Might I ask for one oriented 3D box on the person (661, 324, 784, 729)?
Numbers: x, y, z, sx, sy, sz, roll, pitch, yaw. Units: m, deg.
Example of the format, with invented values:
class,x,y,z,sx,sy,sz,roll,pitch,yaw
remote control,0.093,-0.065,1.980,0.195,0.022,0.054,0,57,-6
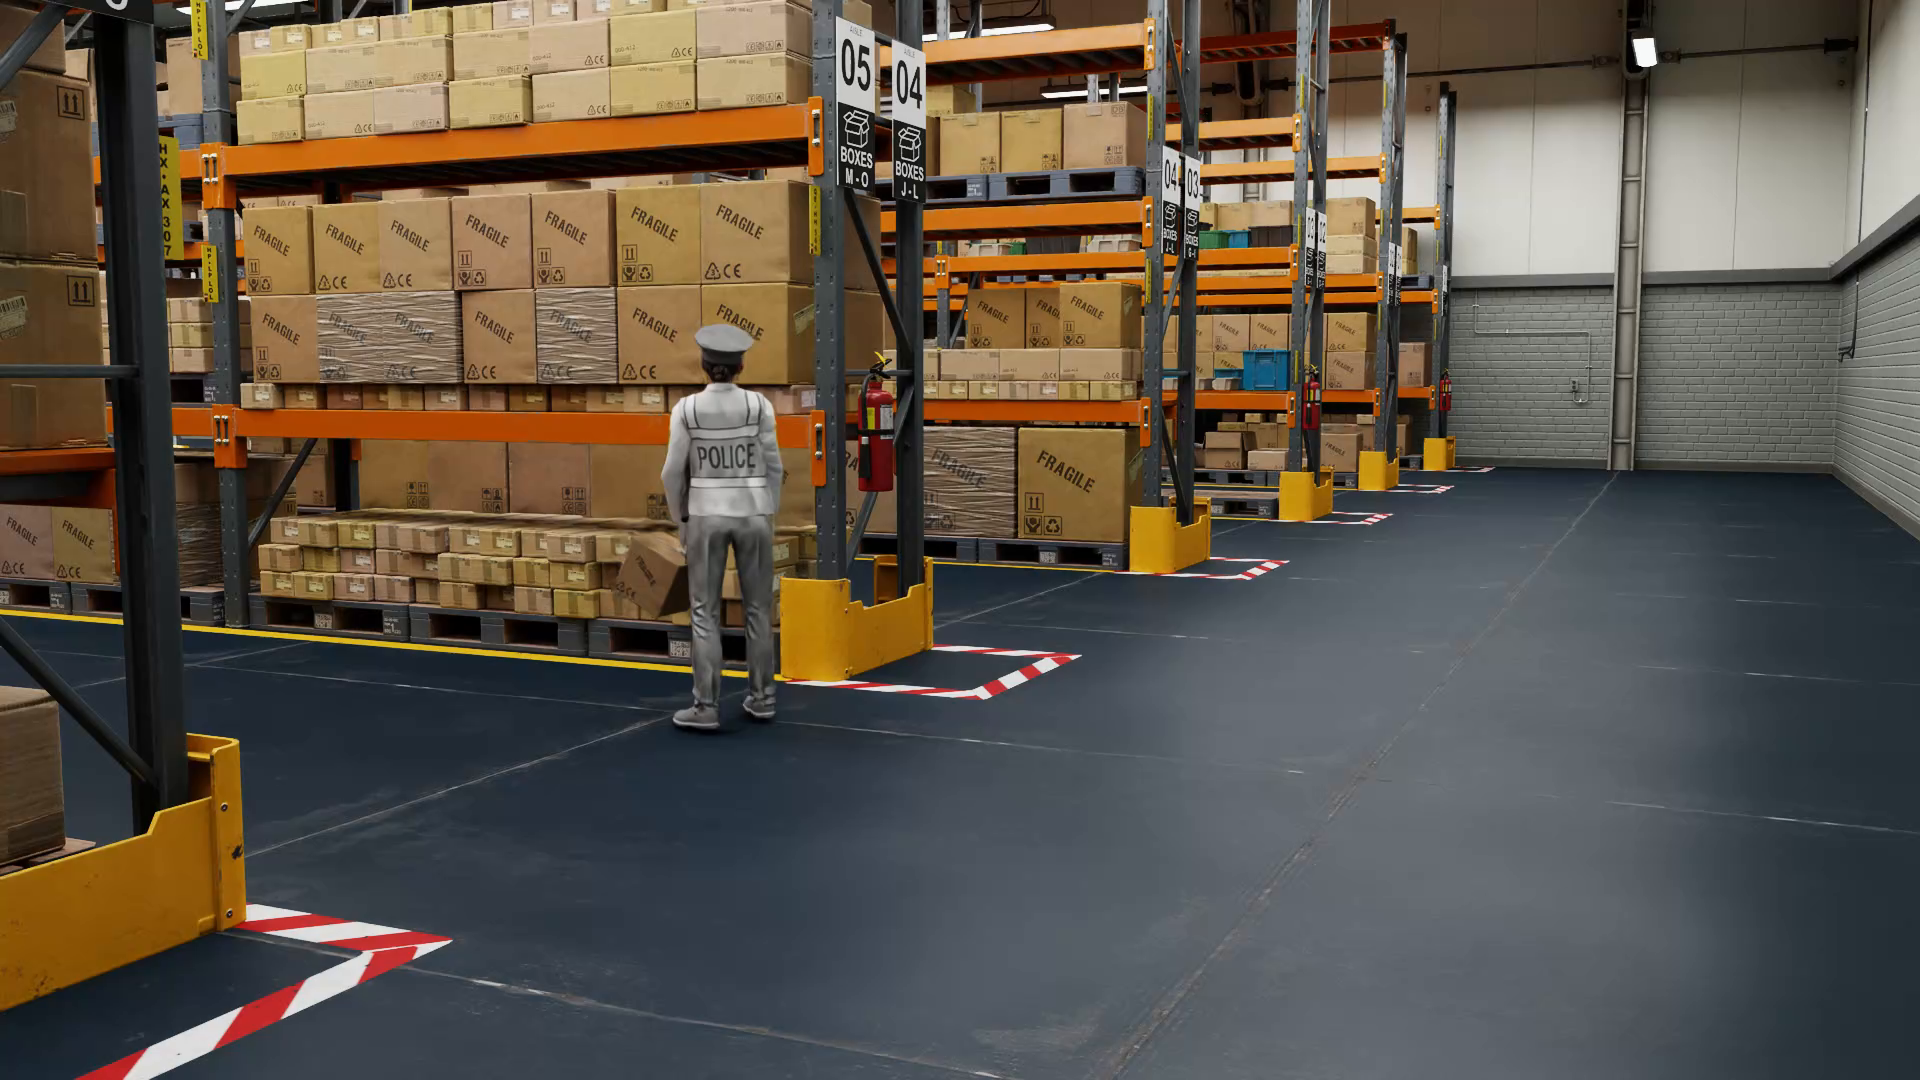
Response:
class,x,y,z,sx,sy,sz,roll,pitch,yaw
person,-1.004,-0.062,7.061,0.510,1.699,0.492,-1,6,-10
